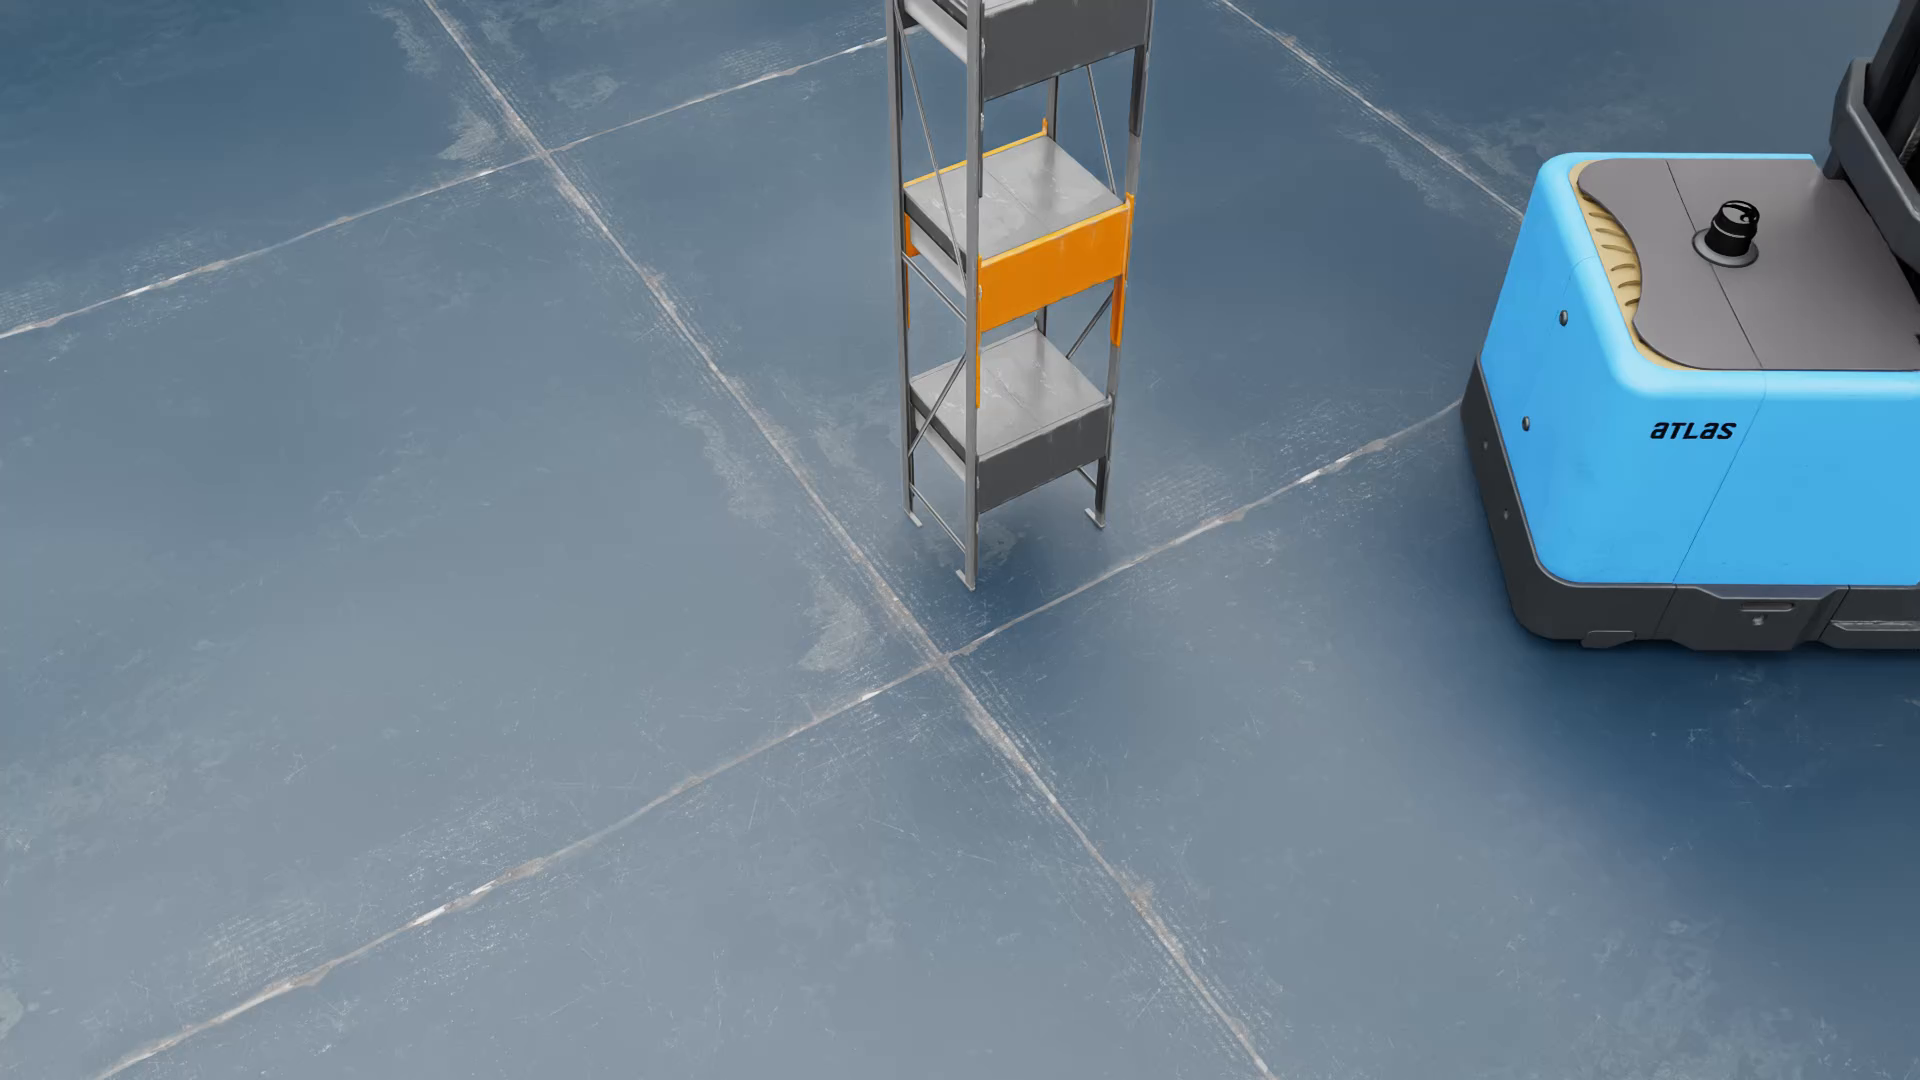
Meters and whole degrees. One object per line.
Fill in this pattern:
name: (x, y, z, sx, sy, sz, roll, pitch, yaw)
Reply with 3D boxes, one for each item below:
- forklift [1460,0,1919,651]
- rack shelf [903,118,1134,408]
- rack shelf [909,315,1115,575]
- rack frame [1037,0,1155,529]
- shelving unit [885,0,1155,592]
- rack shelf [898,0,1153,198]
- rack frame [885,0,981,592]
forklift: (3.172, -1.018, 4.194, 3.031, 2.935, 1.130, 0, 48, 0)
rack shelf: (0.140, -0.755, 4.535, 0.480, 0.518, 0.431, -25, 53, -21)
rack shelf: (0.140, -0.290, 5.058, 0.480, 0.518, 0.431, -25, 53, -21)
rack frame: (0.346, -0.861, 4.611, 0.015, 2.100, 0.400, -25, 53, -21)
shelving unit: (0.140, -0.764, 4.525, 0.503, 2.100, 0.431, -25, 53, -21)
rack shelf: (0.140, -1.221, 4.012, 0.480, 0.518, 0.431, -25, 53, -21)
rack frame: (-0.066, -0.667, 4.438, 0.015, 2.100, 0.400, -25, 53, -21)
